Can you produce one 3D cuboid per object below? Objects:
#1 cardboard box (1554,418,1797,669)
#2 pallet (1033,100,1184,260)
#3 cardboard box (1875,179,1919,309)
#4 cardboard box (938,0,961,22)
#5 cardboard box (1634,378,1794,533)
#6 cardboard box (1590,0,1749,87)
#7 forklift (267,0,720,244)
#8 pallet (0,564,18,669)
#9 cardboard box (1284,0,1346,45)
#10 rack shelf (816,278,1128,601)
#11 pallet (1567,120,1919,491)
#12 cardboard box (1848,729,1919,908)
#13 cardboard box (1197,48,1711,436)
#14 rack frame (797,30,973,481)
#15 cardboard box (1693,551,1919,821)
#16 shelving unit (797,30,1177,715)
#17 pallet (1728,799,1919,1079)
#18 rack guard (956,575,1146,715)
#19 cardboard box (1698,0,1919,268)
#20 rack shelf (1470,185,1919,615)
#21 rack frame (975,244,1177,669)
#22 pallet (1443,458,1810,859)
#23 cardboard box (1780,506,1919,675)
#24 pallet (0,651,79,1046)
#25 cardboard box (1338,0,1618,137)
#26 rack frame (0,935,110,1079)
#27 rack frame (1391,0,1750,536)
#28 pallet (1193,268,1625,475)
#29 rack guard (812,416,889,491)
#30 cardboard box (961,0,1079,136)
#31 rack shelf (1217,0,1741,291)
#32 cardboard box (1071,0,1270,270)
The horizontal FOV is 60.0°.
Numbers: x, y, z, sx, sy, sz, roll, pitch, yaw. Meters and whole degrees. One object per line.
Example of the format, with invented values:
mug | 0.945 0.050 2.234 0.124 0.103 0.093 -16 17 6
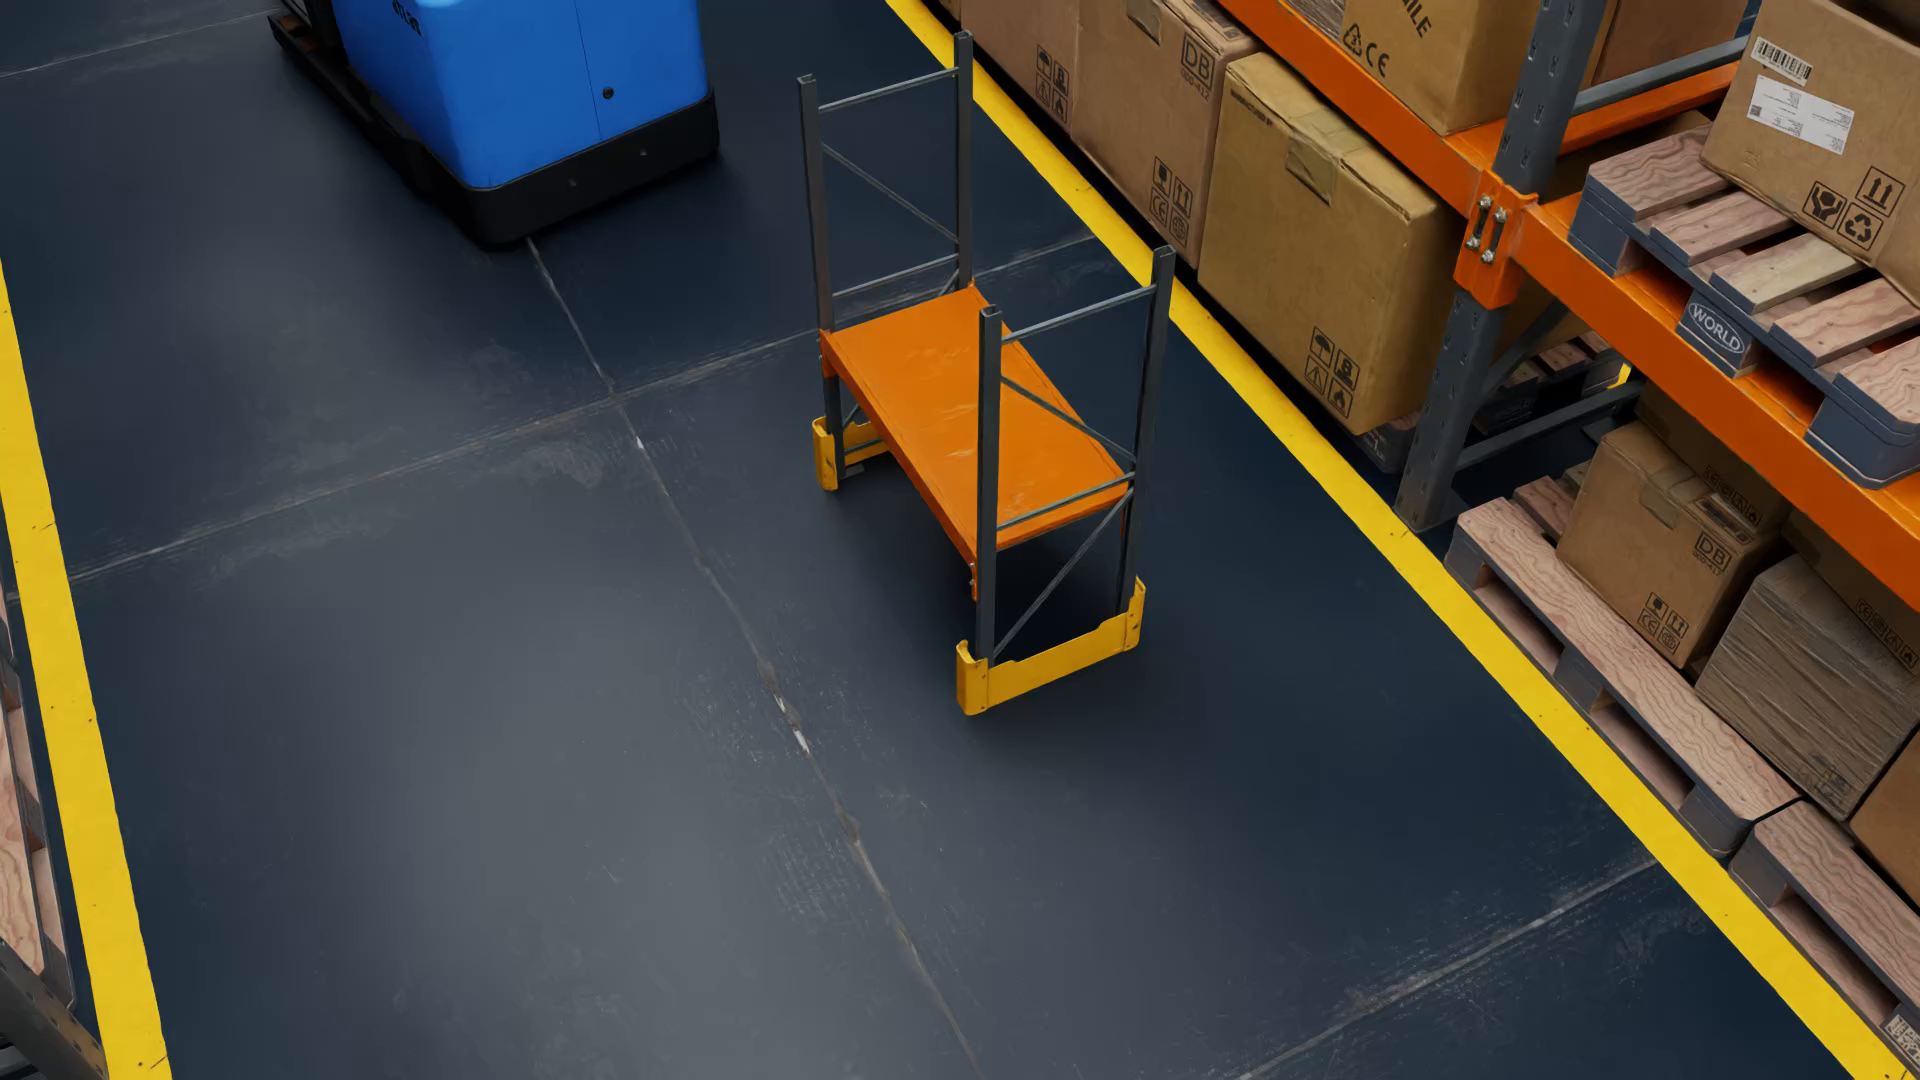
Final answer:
cardboard box | 2.180 -0.094 4.707 0.700 0.500 0.500 -24 53 -19
pallet | 1.008 -1.664 6.565 1.003 0.211 1.213 -21 52 -18
cardboard box | 2.483 -0.698 3.522 0.700 0.500 0.500 -14 50 -12
cardboard box | 0.336 -2.908 6.933 1.225 0.875 0.875 -21 52 -17
cardboard box | 2.189 -0.344 4.428 0.500 0.250 0.500 -19 52 -16
cardboard box | 1.876 -1.665 4.647 0.500 0.500 0.500 -20 52 -16
forklift | -2.246 -3.112 6.024 1.130 2.935 3.031 -31 56 -24
pallet | -3.500 0.082 5.038 1.003 0.211 1.213 -21 52 -18
cardboard box | 1.187 -1.827 4.789 0.500 0.500 0.500 -22 52 -18
rack shelf | 0.039 -0.318 4.771 0.538 0.185 1.000 -21 52 -18
pallet | 2.277 -0.710 4.005 1.213 0.211 1.003 -21 52 -18
cardboard box | 2.711 0.650 4.057 0.700 0.500 0.500 -17 51 -15
cardboard box | 1.559 -1.121 5.370 1.225 0.875 0.875 -23 53 -19
rack frame | -0.194 -0.777 4.933 0.500 1.500 0.032 -21 52 -18
cardboard box | 2.446 0.273 4.387 0.700 0.500 0.500 -25 53 -20
shelving unit | 0.035 -0.443 4.641 0.587 1.500 1.083 -21 52 -18
pallet | 2.767 1.044 4.197 1.003 0.211 1.213 -21 52 -18
rack guard | 0.263 0.302 4.820 0.587 0.250 0.087 -21 52 -18
cardboard box | 2.139 -1.037 3.819 0.500 0.500 0.500 -27 54 -22
rack shelf | 2.771 0.362 3.418 1.077 0.370 4.000 -21 52 -18
rack frame | 0.272 -0.096 4.338 0.500 1.500 0.032 -21 52 -18
pallet | 2.212 0.228 4.910 1.003 0.211 1.213 -21 52 -18
cardboard box | 2.441 0.008 4.121 0.500 0.250 0.500 -16 51 -13
pallet | -2.946 0.898 4.325 1.003 0.211 1.213 -21 52 -18
cardboard box | 1.410 -1.491 4.495 0.500 0.500 0.500 -20 52 -16
rack frame | -2.548 0.493 2.826 1.000 3.000 0.127 -21 52 -18
rack frame | 1.856 -1.213 4.318 1.000 3.000 0.127 -21 52 -18
pallet | 1.562 -0.849 5.852 1.003 0.211 1.213 -21 52 -18
rack guard | -0.193 -0.365 5.403 0.587 0.250 0.087 -21 52 -18
cardboard box | 0.746 -2.310 6.410 1.225 0.875 0.875 -23 53 -19
rack shelf | 0.941 -2.315 5.760 1.077 0.370 4.000 -21 52 -18
cardboard box | 1.158 -1.720 5.894 1.225 0.875 0.875 -21 52 -17
